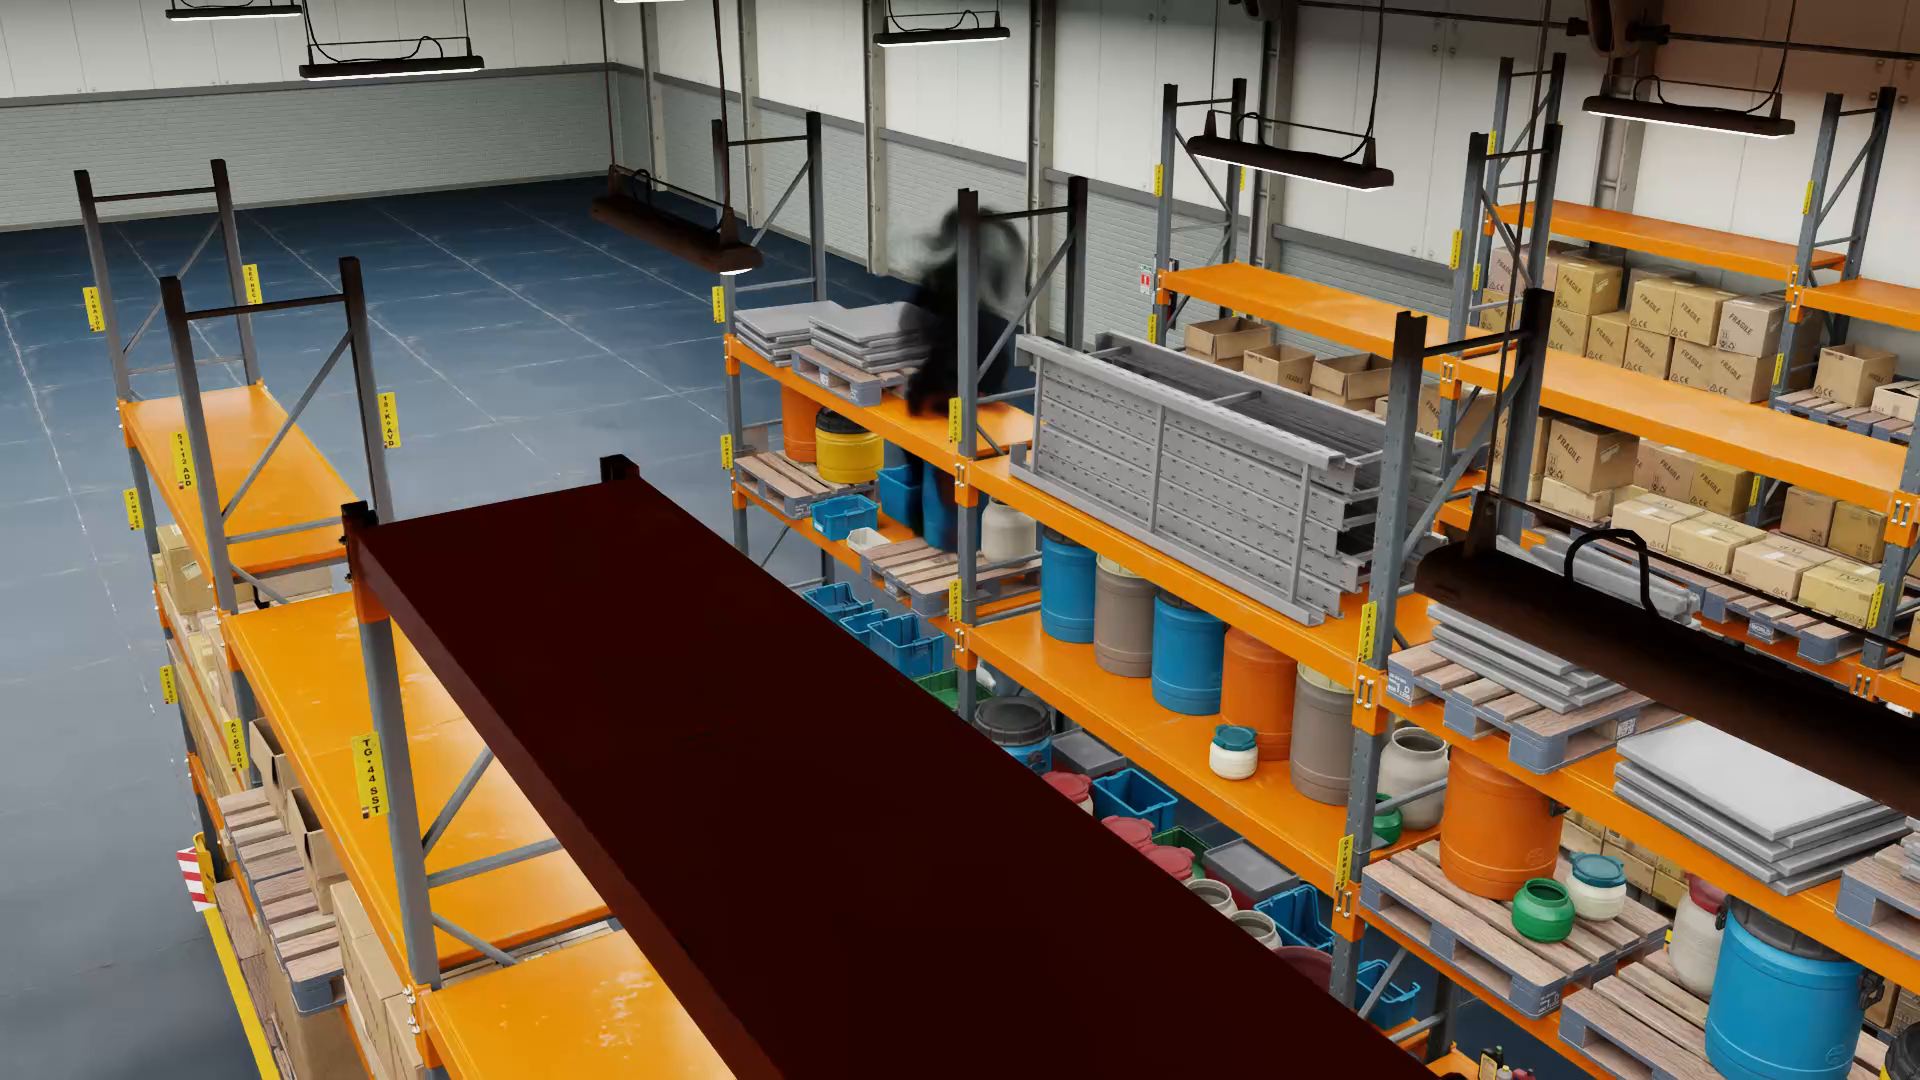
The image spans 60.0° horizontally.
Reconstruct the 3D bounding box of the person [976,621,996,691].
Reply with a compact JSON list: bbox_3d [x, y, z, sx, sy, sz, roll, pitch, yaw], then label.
[{"bbox_3d":[0.192,0.921,16.917,0.559,1.629,0.632,-16,27,-35],"label":"person"}]

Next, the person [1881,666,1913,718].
[{"bbox_3d":[8.166,1.866,14.565,0.581,1.646,0.638,-14,26,-30],"label":"person"}]

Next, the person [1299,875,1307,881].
[{"bbox_3d":[2.896,2.177,13.899,0.520,1.557,0.547,17,27,36],"label":"person"}]
